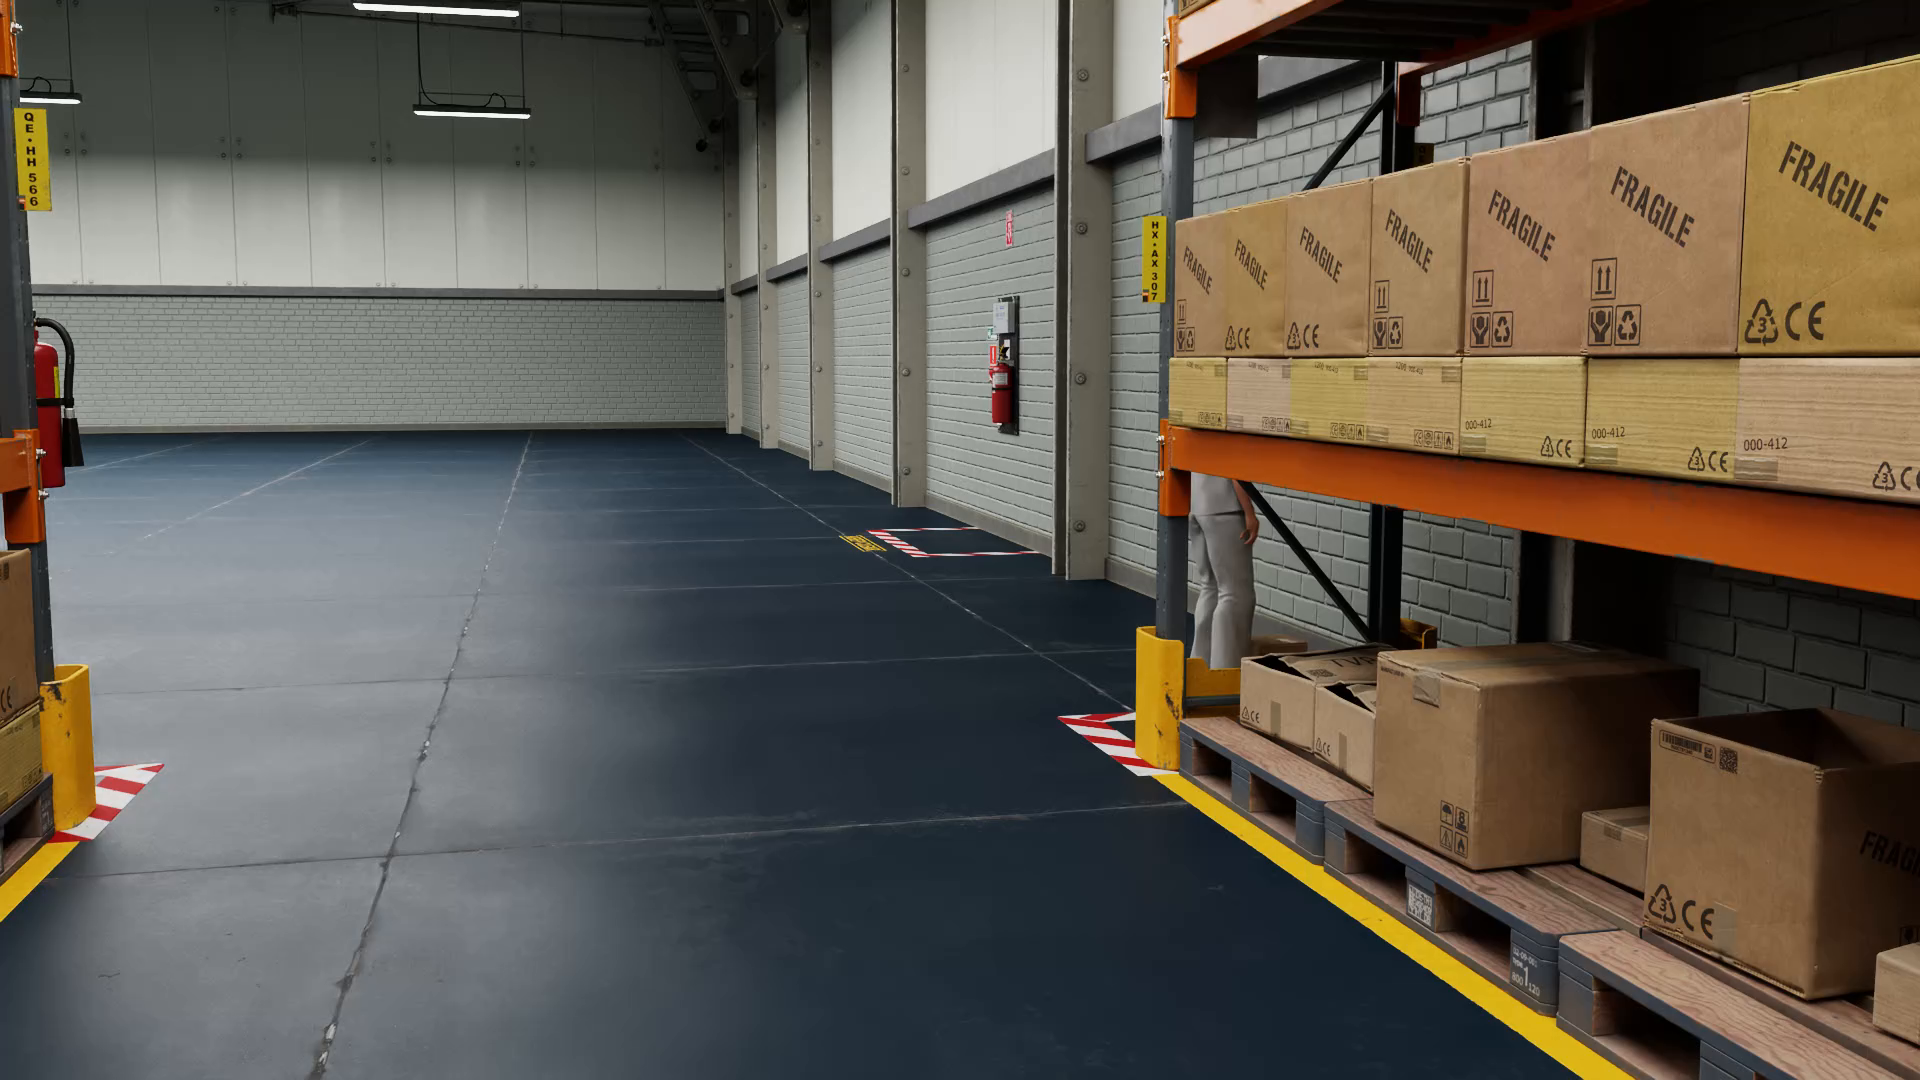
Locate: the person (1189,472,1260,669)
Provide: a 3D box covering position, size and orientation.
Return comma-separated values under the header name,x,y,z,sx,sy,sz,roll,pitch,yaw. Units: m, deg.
name,x,y,z,sx,sy,sz,roll,pitch,yaw
person,1.222,-0.110,7.660,0.363,1.672,0.514,-2,6,-17
